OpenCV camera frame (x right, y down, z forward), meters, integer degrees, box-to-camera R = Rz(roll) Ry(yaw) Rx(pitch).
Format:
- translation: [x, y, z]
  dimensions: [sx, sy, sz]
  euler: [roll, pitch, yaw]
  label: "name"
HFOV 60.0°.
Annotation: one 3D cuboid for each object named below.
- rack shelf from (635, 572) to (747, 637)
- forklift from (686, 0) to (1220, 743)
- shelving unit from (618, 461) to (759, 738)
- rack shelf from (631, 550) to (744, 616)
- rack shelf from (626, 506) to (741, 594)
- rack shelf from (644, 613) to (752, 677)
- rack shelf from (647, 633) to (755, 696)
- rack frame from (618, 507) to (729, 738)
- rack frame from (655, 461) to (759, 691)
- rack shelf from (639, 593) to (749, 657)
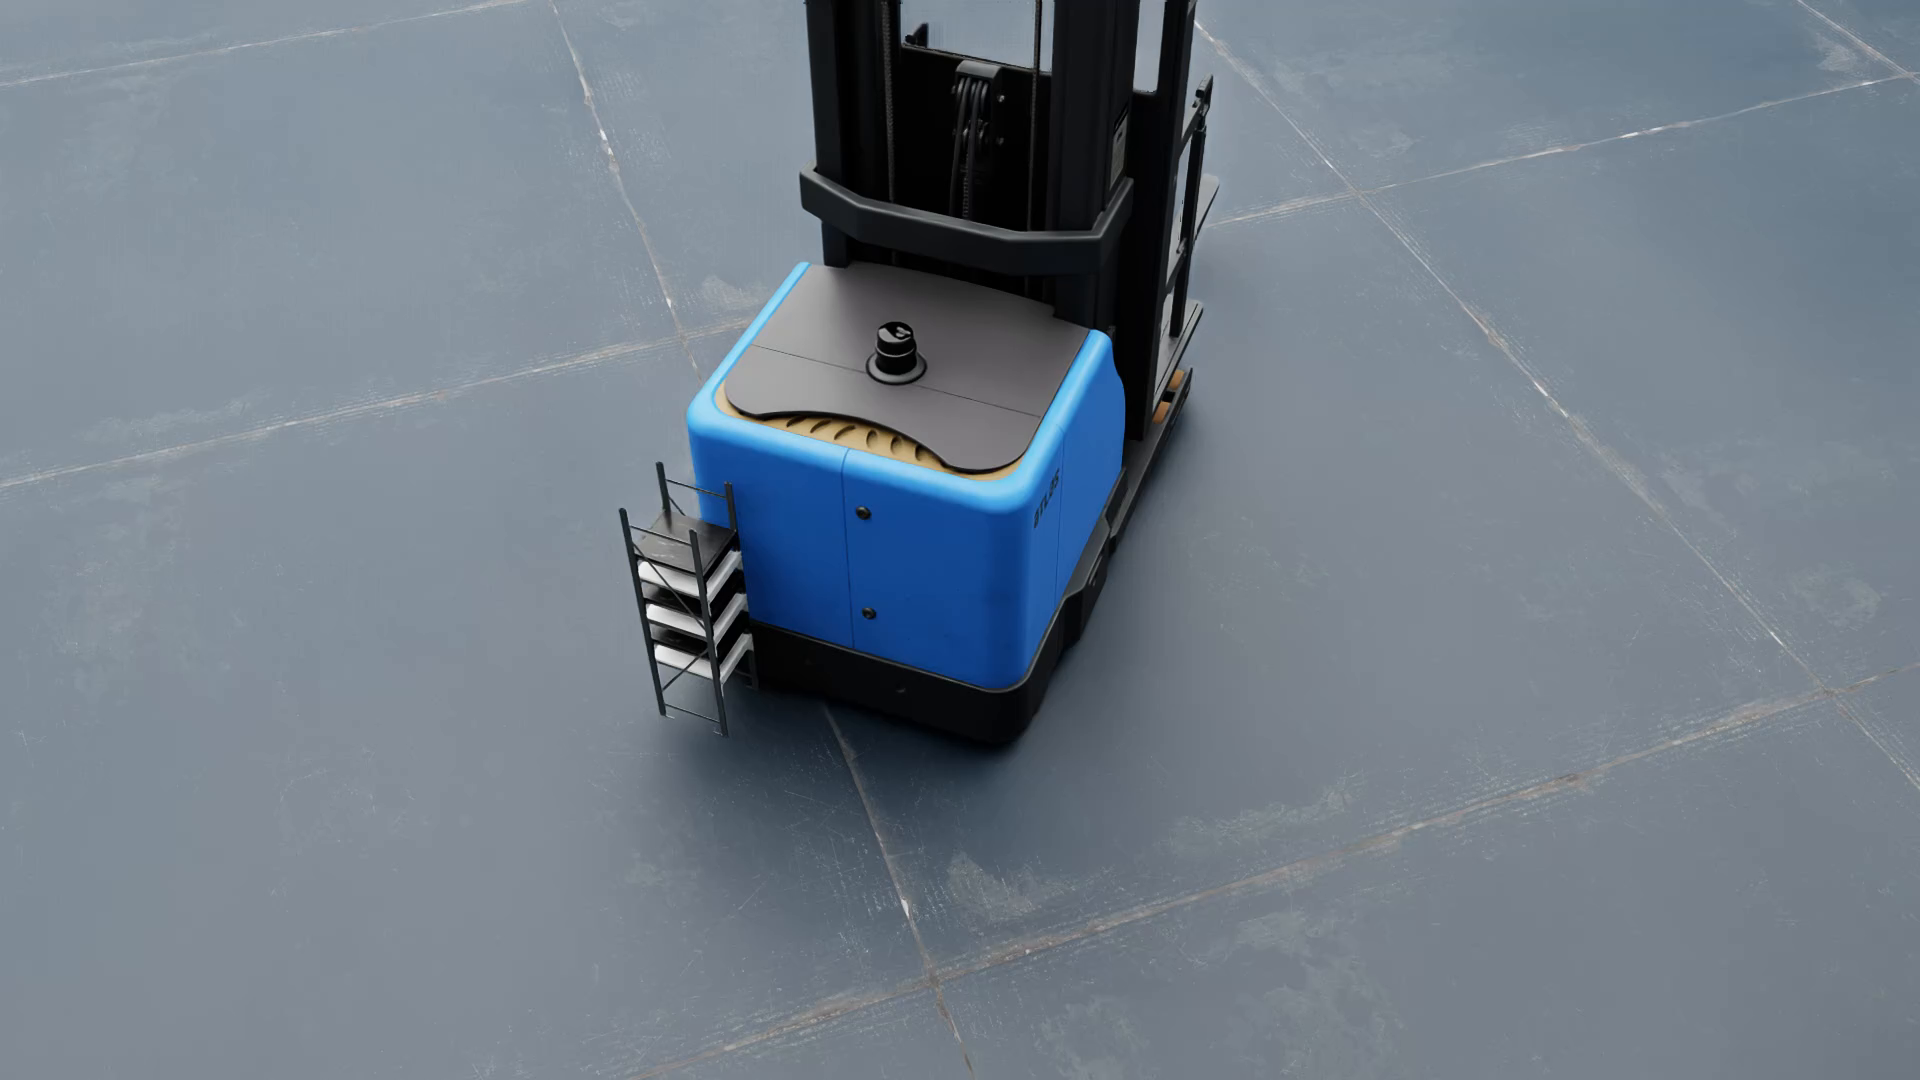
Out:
- translation: [-0.788, 0.155, 4.880]
  dimensions: [0.258, 0.077, 0.200]
  euler: [16, 47, 16]
  label: "rack shelf"
- translation: [0.222, -1.480, 5.156]
  dimensions: [1.130, 2.935, 3.031]
  euler: [15, 47, 15]
  label: "forklift"
- translation: [-0.788, 0.195, 4.921]
  dimensions: [0.258, 0.900, 0.210]
  euler: [16, 47, 16]
  label: "shelving unit"
- translation: [-0.788, 0.091, 4.817]
  dimensions: [0.258, 0.077, 0.200]
  euler: [16, 47, 16]
  label: "rack shelf"
- translation: [-0.788, 0.028, 4.753]
  dimensions: [0.258, 0.077, 0.200]
  euler: [16, 47, 16]
  label: "rack shelf"
- translation: [-0.788, 0.282, 5.008]
  dimensions: [0.258, 0.077, 0.200]
  euler: [16, 47, 16]
  label: "rack shelf"
- translation: [-0.788, 0.345, 5.072]
  dimensions: [0.258, 0.077, 0.200]
  euler: [16, 47, 16]
  label: "rack shelf"
- translation: [-0.826, 0.261, 4.854]
  dimensions: [0.240, 0.900, 0.006]
  euler: [16, 47, 16]
  label: "rack frame"
- translation: [-0.749, 0.128, 4.987]
  dimensions: [0.240, 0.900, 0.006]
  euler: [16, 47, 16]
  label: "rack frame"
- translation: [-0.788, 0.218, 4.944]
  dimensions: [0.258, 0.077, 0.200]
  euler: [16, 47, 16]
  label: "rack shelf"
